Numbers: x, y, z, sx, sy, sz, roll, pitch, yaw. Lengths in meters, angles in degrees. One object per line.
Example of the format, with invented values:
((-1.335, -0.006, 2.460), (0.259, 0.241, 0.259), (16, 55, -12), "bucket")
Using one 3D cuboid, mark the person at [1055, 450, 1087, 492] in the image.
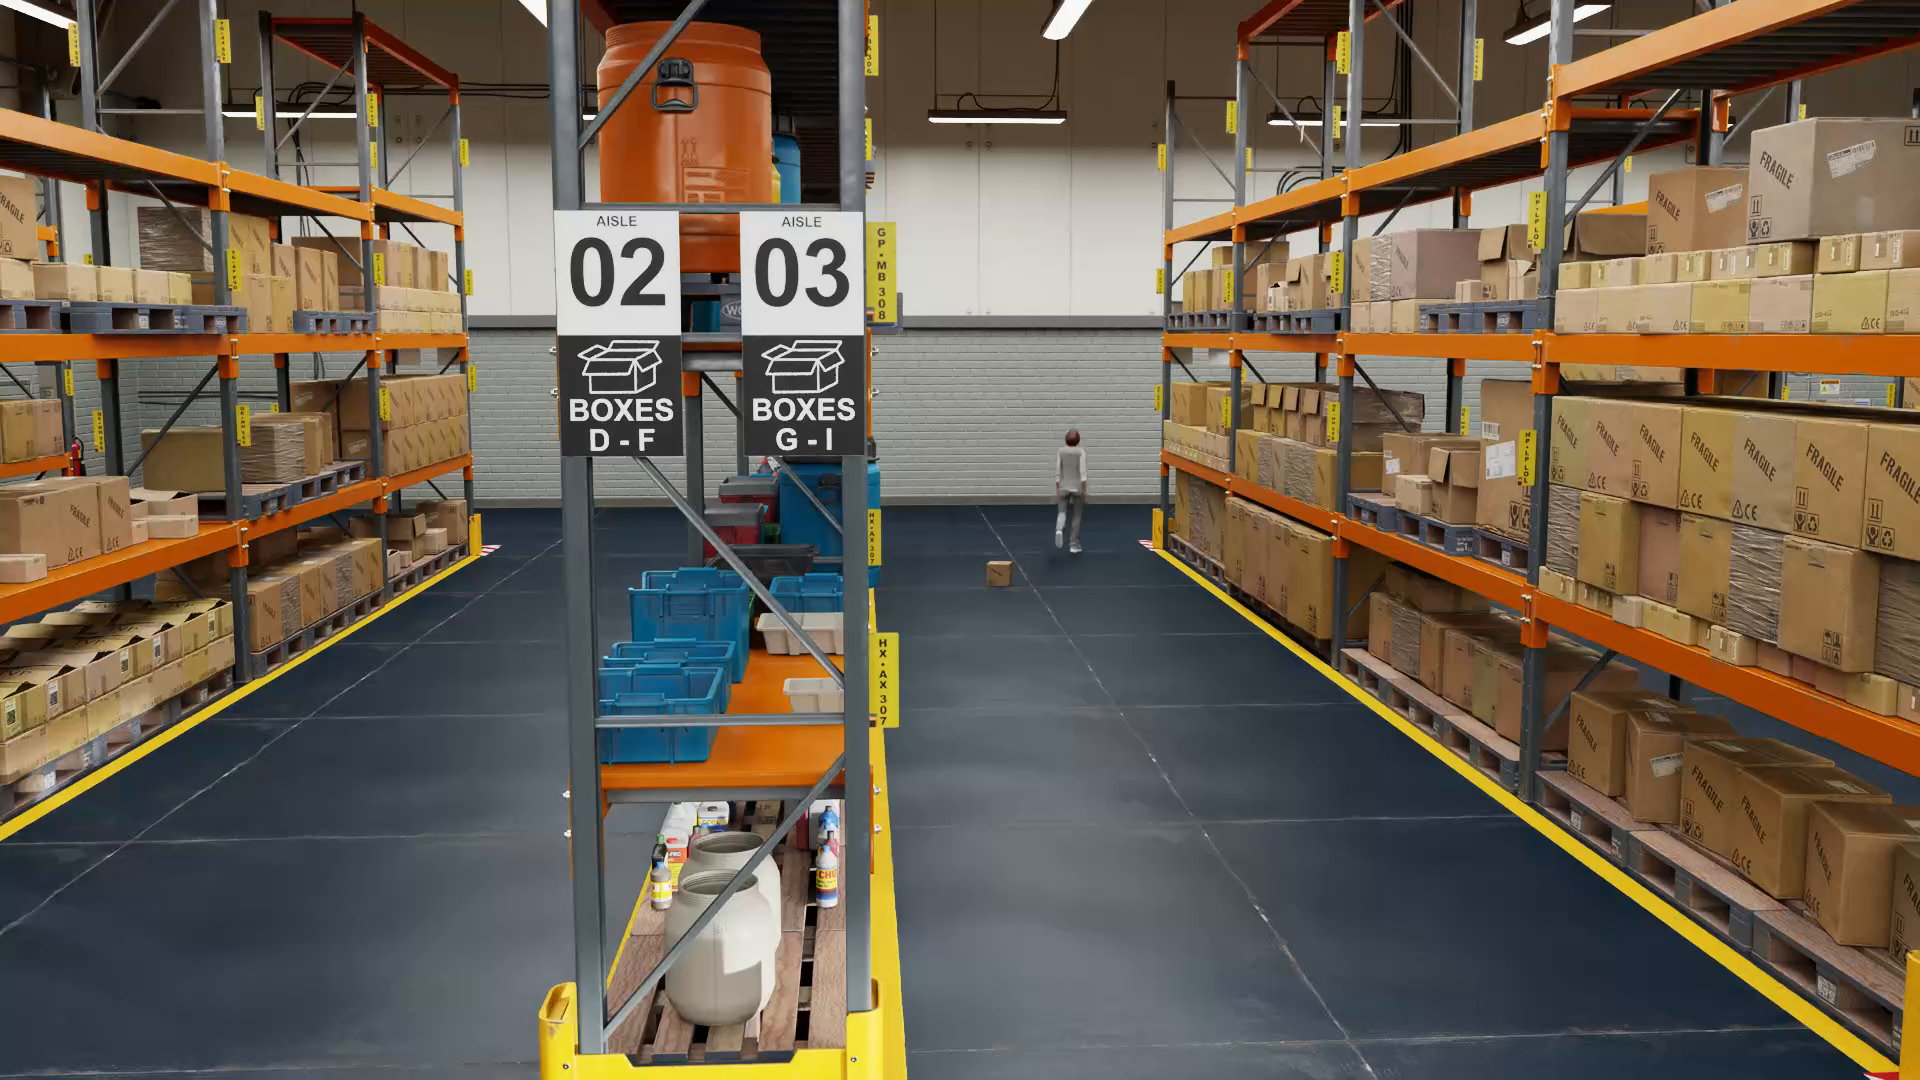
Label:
((1.413, -0.900, 21.168), (0.417, 0.543, 0.278), (2, 7, 14), "person")
